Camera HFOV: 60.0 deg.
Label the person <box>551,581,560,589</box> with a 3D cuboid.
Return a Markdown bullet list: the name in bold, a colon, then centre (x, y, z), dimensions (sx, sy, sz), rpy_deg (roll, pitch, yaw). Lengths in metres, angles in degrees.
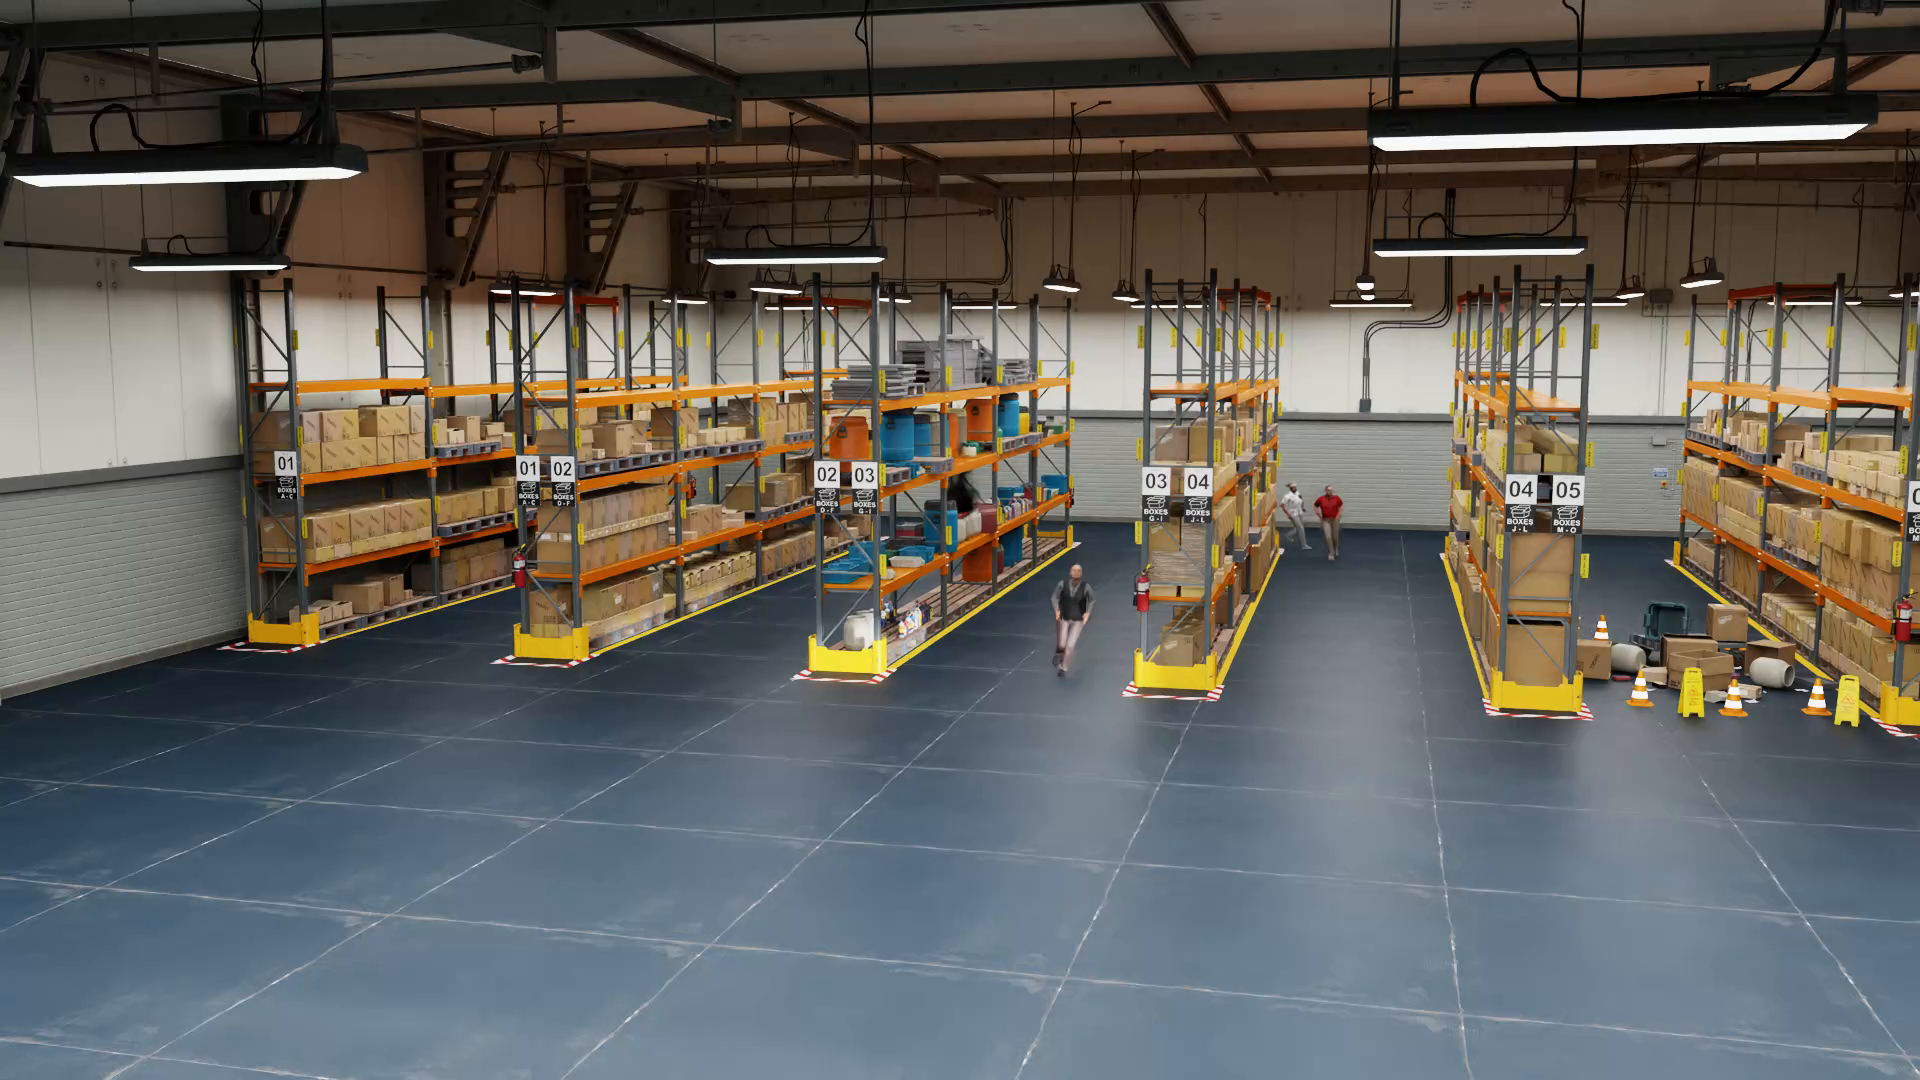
- **person**: centre (-7.192, 0.616, 30.132), dimensions (0.544, 1.651, 0.648), rpy_deg (2, 7, 17)

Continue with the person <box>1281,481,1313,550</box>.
- **person**: centre (8.028, -0.598, 39.909), dimensions (0.640, 1.644, 0.805), rpy_deg (-5, 9, -37)

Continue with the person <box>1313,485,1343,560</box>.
- **person**: centre (8.467, -0.423, 38.242), dimensions (0.670, 1.695, 0.793), rpy_deg (2, 7, 19)

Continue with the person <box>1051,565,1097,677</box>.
- **person**: centre (1.708, 1.199, 24.959), dimensions (0.688, 1.675, 0.630), rpy_deg (0, 7, 4)
